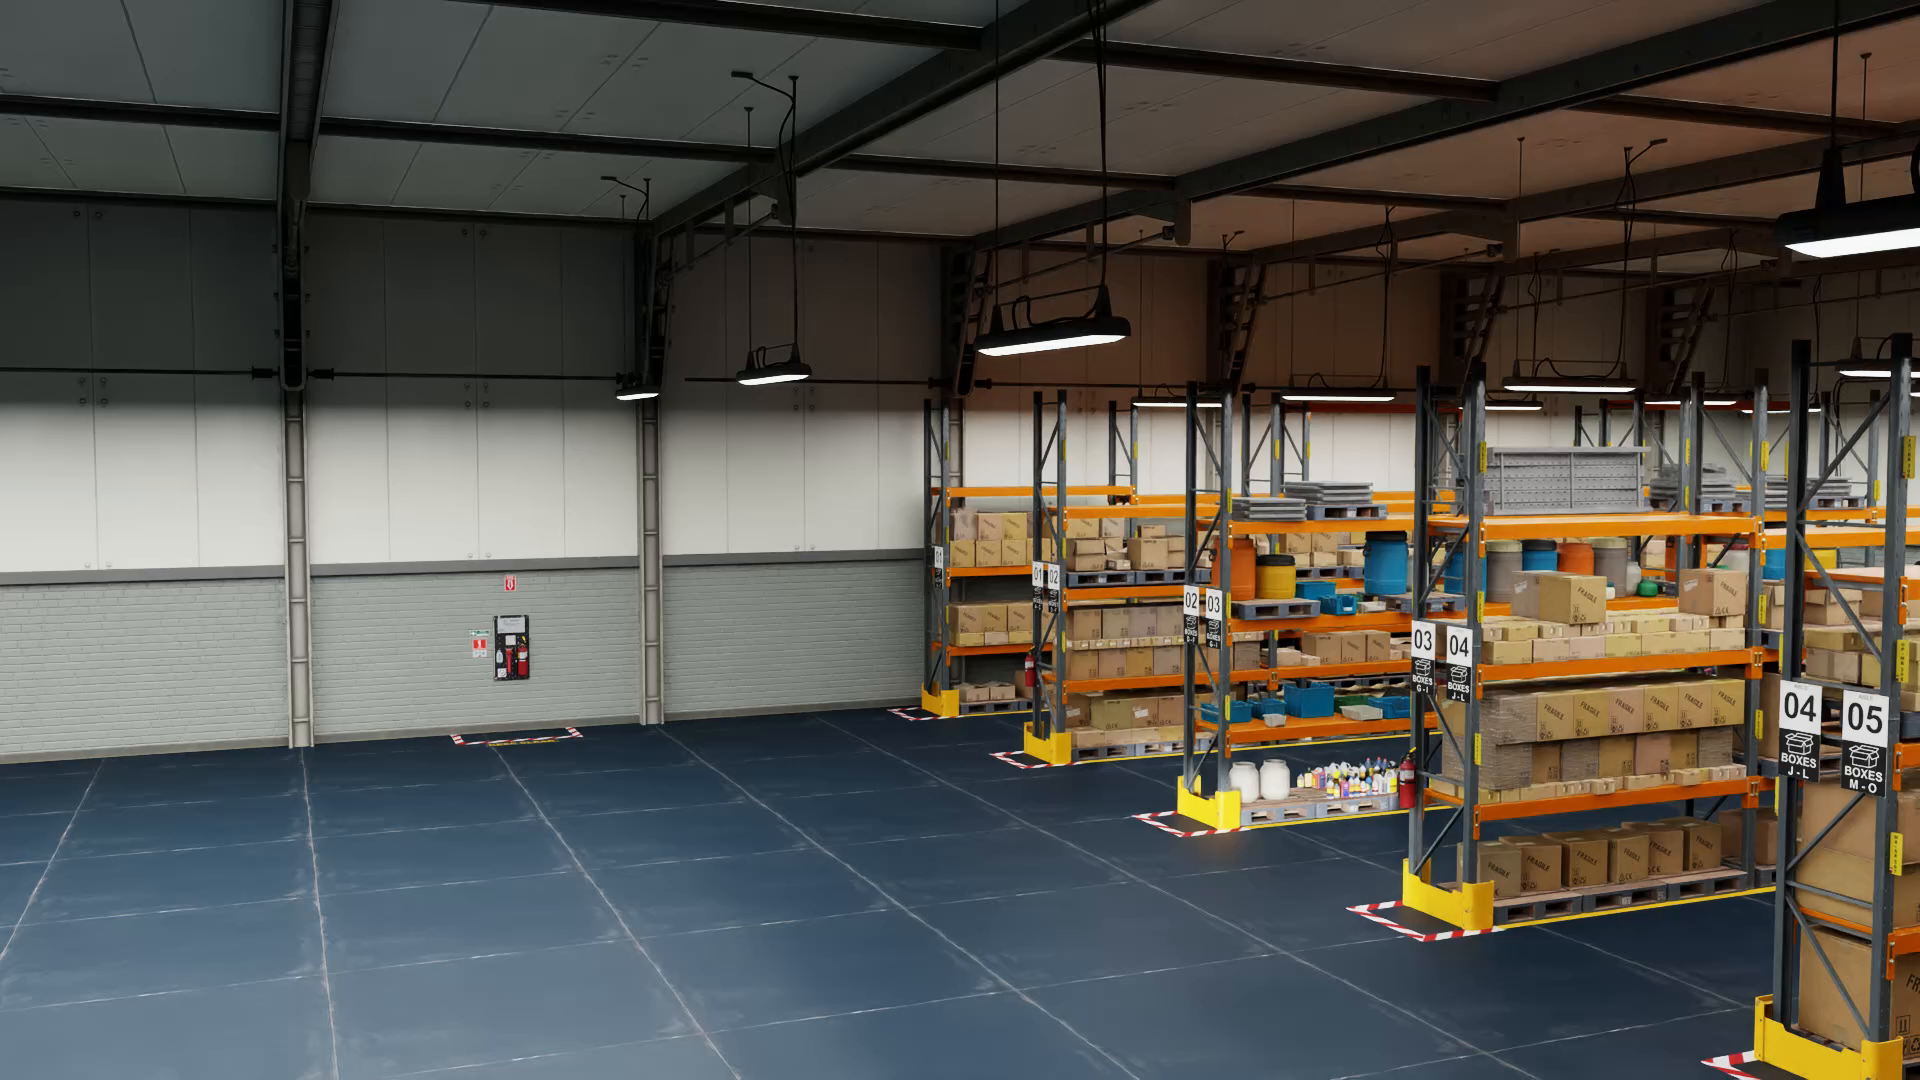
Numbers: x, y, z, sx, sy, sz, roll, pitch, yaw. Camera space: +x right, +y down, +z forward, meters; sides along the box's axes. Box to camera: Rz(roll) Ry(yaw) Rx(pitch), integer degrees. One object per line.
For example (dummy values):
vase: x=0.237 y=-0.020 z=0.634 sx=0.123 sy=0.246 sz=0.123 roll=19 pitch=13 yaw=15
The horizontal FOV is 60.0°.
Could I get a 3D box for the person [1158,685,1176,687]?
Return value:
person: x=4.042 y=2.458 z=31.680 sx=0.726 sy=1.685 sz=0.691 roll=-1 pitch=3 yaw=-12
